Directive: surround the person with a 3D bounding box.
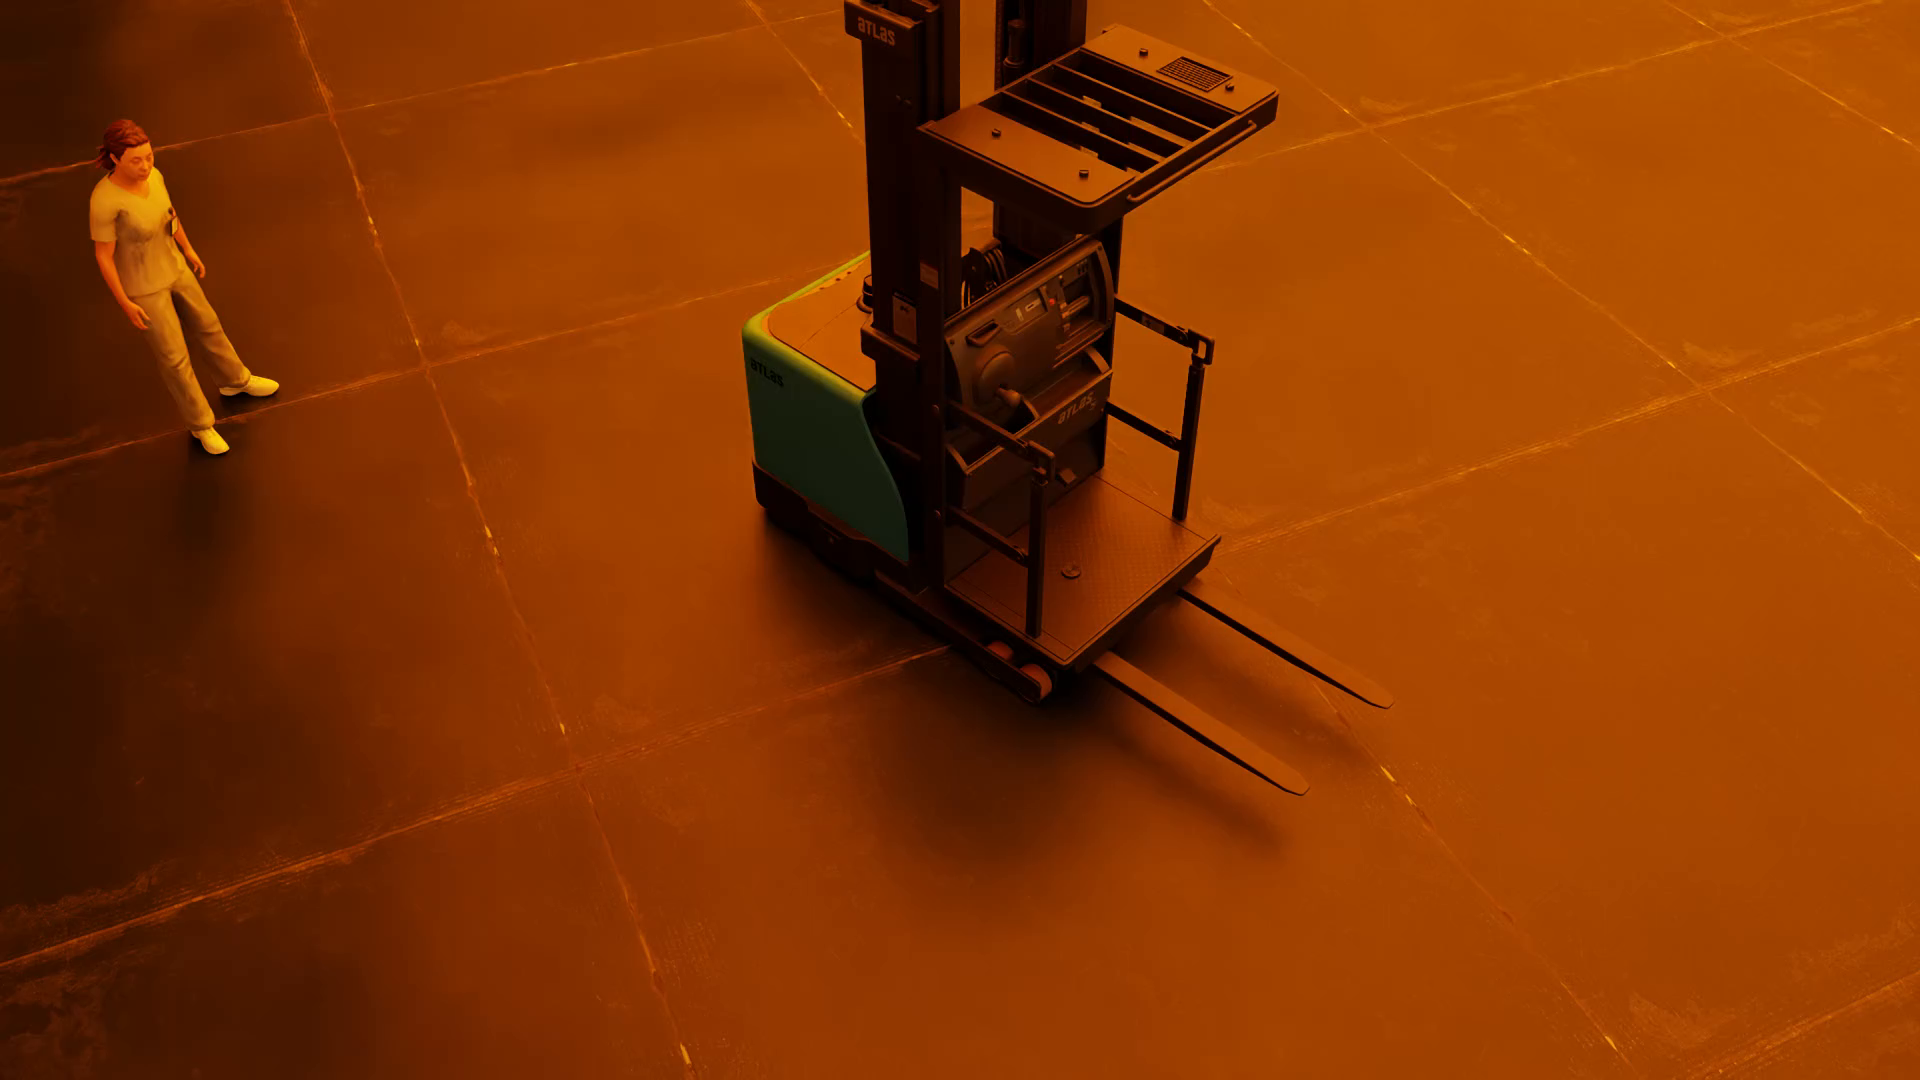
[{"bbox_3d":[-3.771,-1.234,7.930,0.401,1.672,0.612,12,44,13],"label":"person"}]

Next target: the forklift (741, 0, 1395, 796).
[{"bbox_3d":[0.445,-0.788,6.525,3.031,2.935,1.130,32,52,30],"label":"forklift"}]
